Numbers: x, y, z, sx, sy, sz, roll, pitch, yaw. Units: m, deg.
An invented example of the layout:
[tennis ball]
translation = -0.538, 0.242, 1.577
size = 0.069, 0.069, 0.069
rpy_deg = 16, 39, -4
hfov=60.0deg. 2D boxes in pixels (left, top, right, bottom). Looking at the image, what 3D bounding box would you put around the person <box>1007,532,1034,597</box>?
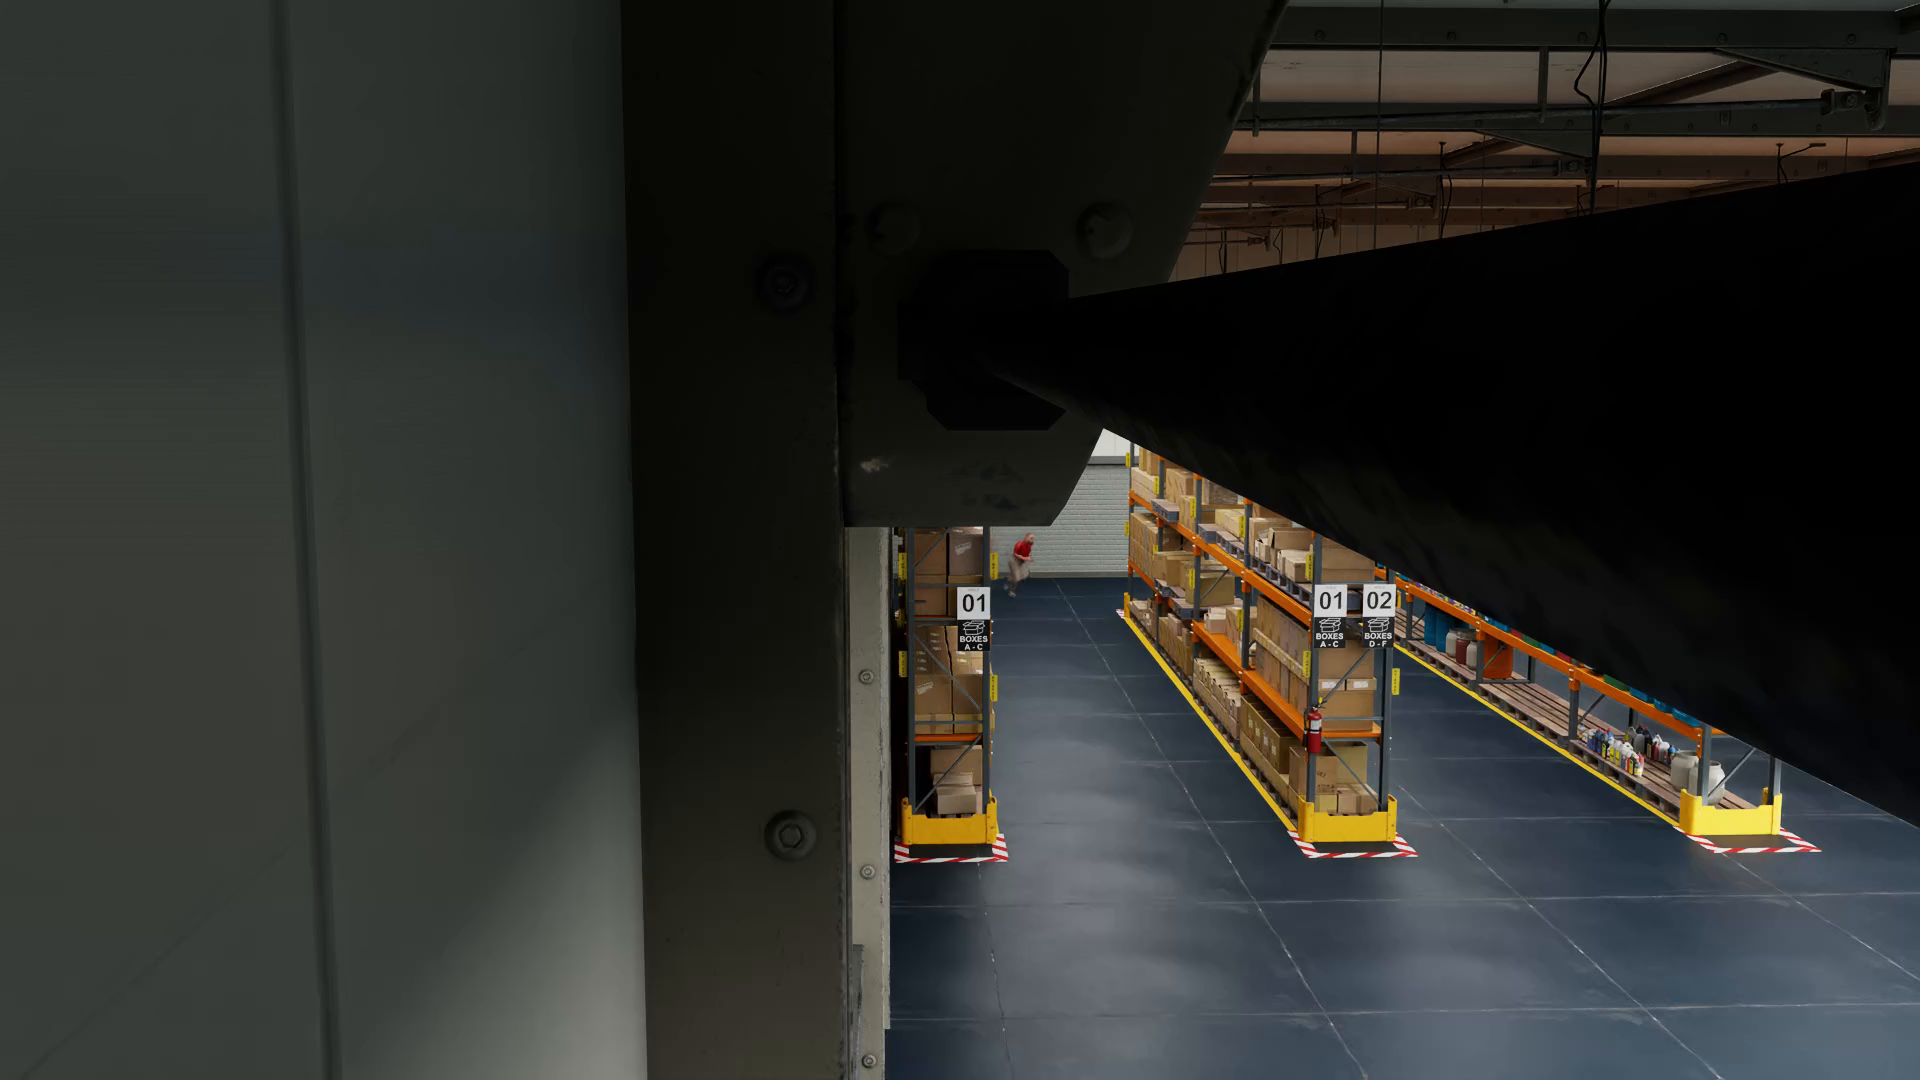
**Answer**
[person]
translation = 1.471, 0.566, 39.114
size = 0.810, 1.545, 0.699
rpy_deg = 6, 9, 39
